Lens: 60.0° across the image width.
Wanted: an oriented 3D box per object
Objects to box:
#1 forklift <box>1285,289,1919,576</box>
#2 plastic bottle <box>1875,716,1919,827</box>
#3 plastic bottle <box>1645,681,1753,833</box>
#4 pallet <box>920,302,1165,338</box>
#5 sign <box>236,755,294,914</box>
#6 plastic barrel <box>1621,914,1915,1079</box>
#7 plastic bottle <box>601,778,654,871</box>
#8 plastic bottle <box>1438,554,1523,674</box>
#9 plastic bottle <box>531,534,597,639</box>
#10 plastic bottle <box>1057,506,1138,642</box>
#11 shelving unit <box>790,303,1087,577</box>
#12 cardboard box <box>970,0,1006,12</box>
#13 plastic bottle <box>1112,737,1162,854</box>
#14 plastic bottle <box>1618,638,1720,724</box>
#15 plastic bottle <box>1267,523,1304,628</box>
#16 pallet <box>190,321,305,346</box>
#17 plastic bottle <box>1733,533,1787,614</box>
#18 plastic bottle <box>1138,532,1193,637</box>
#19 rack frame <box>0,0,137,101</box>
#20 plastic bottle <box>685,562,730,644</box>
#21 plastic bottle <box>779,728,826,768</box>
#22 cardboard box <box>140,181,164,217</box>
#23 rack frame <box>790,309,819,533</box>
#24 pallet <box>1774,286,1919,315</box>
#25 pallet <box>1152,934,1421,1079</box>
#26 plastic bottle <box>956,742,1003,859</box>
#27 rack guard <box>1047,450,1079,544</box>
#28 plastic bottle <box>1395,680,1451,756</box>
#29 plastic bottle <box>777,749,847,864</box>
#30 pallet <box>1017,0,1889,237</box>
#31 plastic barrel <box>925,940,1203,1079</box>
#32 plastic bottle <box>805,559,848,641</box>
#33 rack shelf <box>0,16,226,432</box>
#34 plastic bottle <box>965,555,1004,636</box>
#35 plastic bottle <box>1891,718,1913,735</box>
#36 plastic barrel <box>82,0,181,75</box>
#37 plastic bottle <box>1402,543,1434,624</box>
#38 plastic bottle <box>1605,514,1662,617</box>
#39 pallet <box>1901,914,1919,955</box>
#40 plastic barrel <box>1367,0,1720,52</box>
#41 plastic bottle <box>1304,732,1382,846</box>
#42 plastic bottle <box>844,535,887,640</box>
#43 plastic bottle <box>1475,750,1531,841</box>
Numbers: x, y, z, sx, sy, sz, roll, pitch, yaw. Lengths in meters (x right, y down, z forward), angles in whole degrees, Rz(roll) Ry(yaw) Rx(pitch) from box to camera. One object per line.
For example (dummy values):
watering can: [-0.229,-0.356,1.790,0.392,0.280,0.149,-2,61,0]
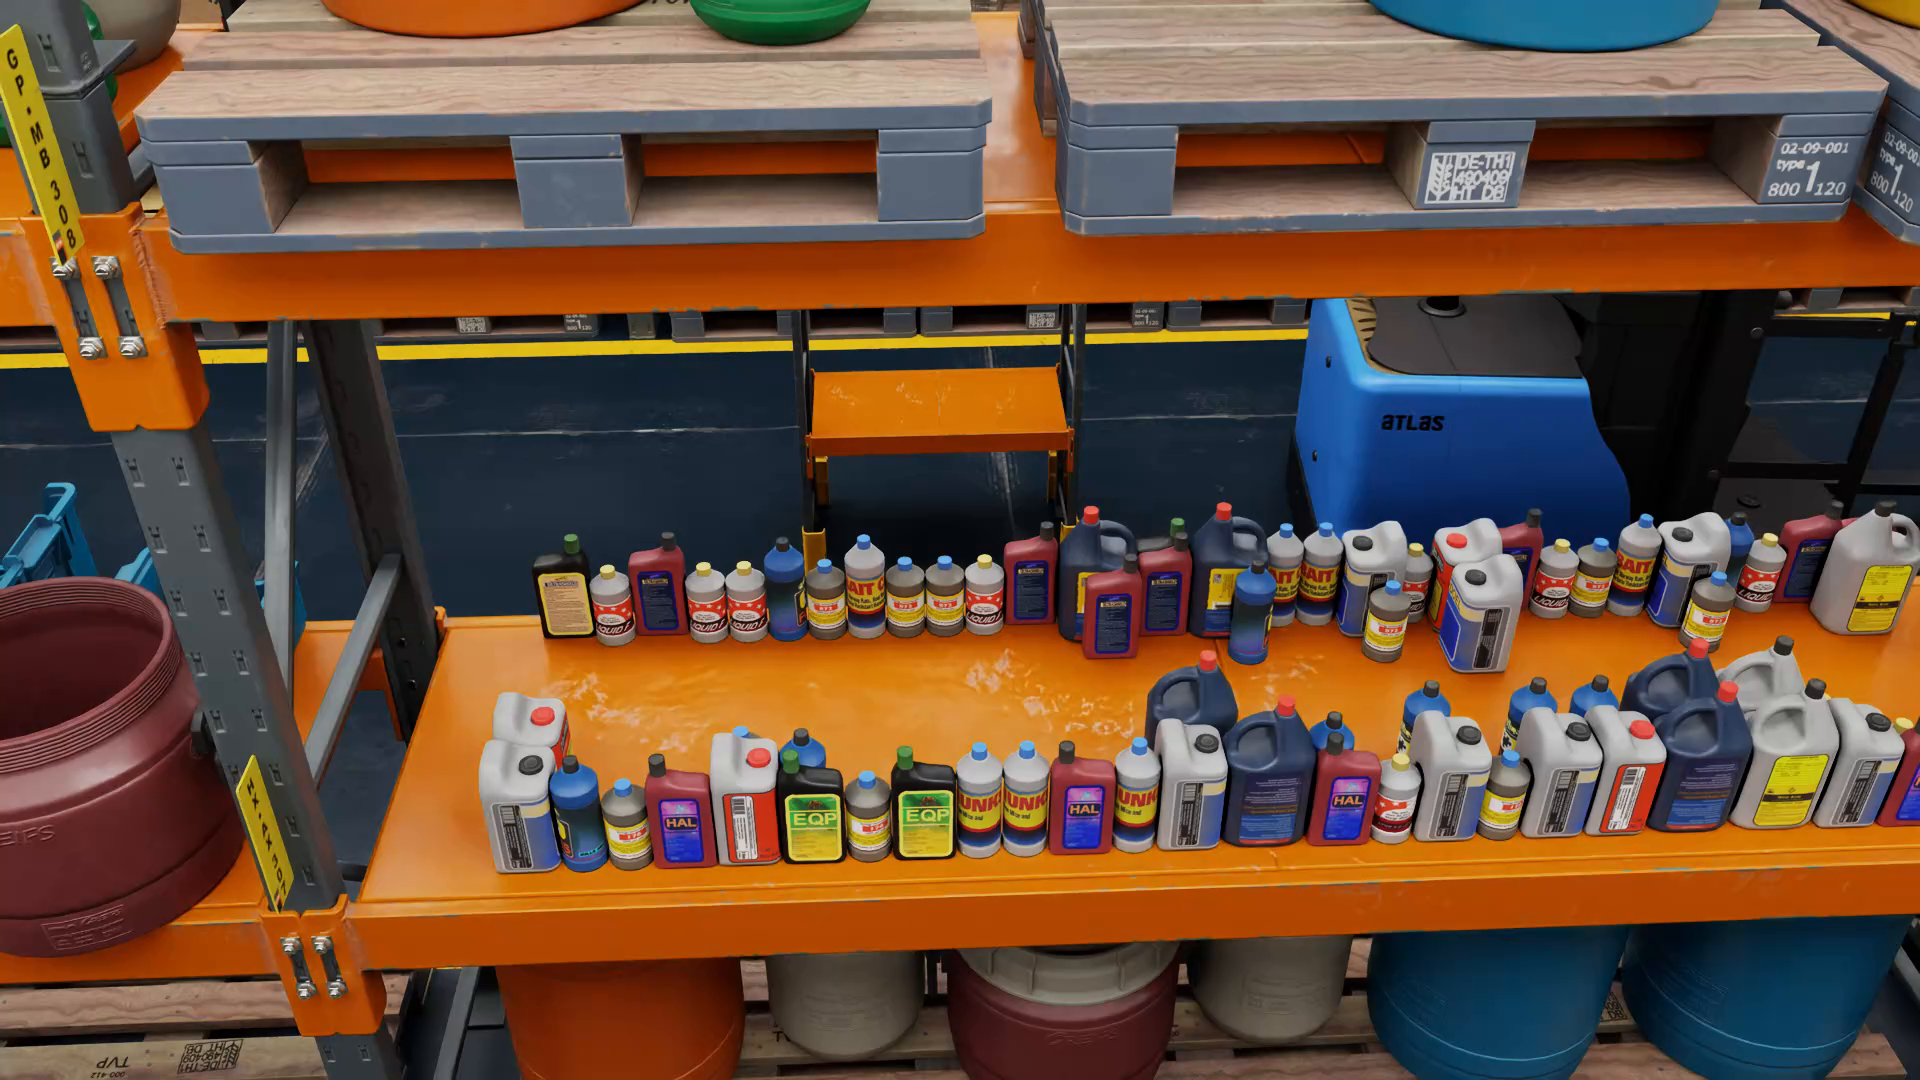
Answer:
forklift: [2.861,-1.115,5.786,3.031,2.935,1.130,1,35,2]
plastic bottle: [2.037,0.484,3.518,0.133,0.283,0.061,-2,35,-2]
plastic bottle: [1.557,0.445,3.514,0.185,0.351,0.144,-2,35,-2]
pallet: [0.382,-1.382,8.561,1.213,0.211,1.003,-2,35,-2]
sign: [-1.318,0.562,3.158,0.005,0.325,0.100,-2,35,-2]
plastic barrel: [2.100,0.904,4.282,0.708,0.901,0.600,-2,35,-2]
plastic bottle: [-0.689,0.581,3.450,0.097,0.201,0.097,0,35,0]
plastic bottle: [1.246,0.168,3.981,0.135,0.276,0.152,-2,35,-2]
plastic bottle: [-0.967,0.112,4.055,0.133,0.283,0.061,-2,35,-2]
plastic bottle: [0.336,0.072,4.053,0.185,0.351,0.144,-2,35,-2]
shelving unit: [-0.076,-0.615,6.320,1.083,1.500,0.587,-2,35,-2]
cardboard box: [-0.035,-2.710,7.573,0.500,0.500,0.700,5,35,7]
plastic bottle: [0.367,0.523,3.471,0.097,0.271,0.097,0,35,0]
plastic bottle: [1.550,0.363,3.633,0.185,0.351,0.144,-2,35,-2]
plastic bottle: [0.793,0.079,4.112,0.097,0.271,0.097,0,35,0]
pallet: [-3.622,-1.321,8.473,1.213,0.211,1.003,-2,35,-2]
plastic bottle: [2.010,0.075,4.180,0.097,0.201,0.097,0,35,0]
plastic bottle: [0.495,0.107,4.062,0.133,0.283,0.061,-2,35,-2]
rack frame: [-1.351,-2.150,1.949,0.127,3.000,1.000,-2,35,-2]
plastic bottle: [-0.620,0.146,4.077,0.097,0.201,0.097,0,35,0]
plastic bottle: [-0.327,0.507,3.494,0.097,0.271,0.097,0,35,0]
cardboard box: [-3.617,-1.575,7.945,0.500,0.311,0.500,-1,35,-1]
rack frame: [-0.593,-0.601,6.300,0.032,1.500,0.500,-2,35,-2]
pallet: [4.321,-1.512,8.750,1.213,0.211,1.003,-2,35,-2]
pallet: [0.650,1.388,4.560,1.213,0.211,1.003,-2,35,-2]
plastic bottle: [0.040,0.532,3.458,0.097,0.271,0.097,0,35,0]
rack guard: [0.421,-0.114,6.695,0.087,0.250,0.587,-2,35,-2]
plastic bottle: [1.007,0.419,3.621,0.097,0.271,0.097,0,35,0]
plastic bottle: [-0.305,0.547,3.426,0.133,0.283,0.061,-2,35,-2]
pallet: [0.733,-0.838,2.855,1.213,0.211,1.003,-2,35,-2]
plastic barrel: [0.265,1.083,4.300,0.708,0.588,0.600,-2,35,-2]
plastic bottle: [-0.329,0.138,4.089,0.097,0.201,0.097,0,35,0]
rack shelf: [-3.349,-0.567,2.929,4.000,0.370,1.077,-2,35,-2]
plastic bottle: [0.060,0.128,4.104,0.097,0.201,0.097,0,35,0]
plastic bottle: [2.016,0.473,3.605,0.097,0.201,0.097,0,35,0]
plastic barrel: [-1.676,-1.128,3.010,0.421,0.512,0.421,0,35,0]
plastic bottle: [1.122,0.099,4.145,0.097,0.201,0.097,0,35,0]
plastic bottle: [1.682,0.055,4.147,0.097,0.271,0.097,0,35,0]
pallet: [3.377,1.314,4.666,1.213,0.211,1.003,-2,35,-2]
plastic barrel: [0.947,-1.270,2.504,0.708,0.901,0.600,-2,35,-2]
plastic bottle: [0.803,0.517,3.470,0.133,0.283,0.061,-2,35,-2]
plastic bottle: [-0.231,0.107,4.073,0.097,0.271,0.097,0,35,0]
plastic bottle: [1.149,0.531,3.521,0.097,0.201,0.097,0,35,0]
